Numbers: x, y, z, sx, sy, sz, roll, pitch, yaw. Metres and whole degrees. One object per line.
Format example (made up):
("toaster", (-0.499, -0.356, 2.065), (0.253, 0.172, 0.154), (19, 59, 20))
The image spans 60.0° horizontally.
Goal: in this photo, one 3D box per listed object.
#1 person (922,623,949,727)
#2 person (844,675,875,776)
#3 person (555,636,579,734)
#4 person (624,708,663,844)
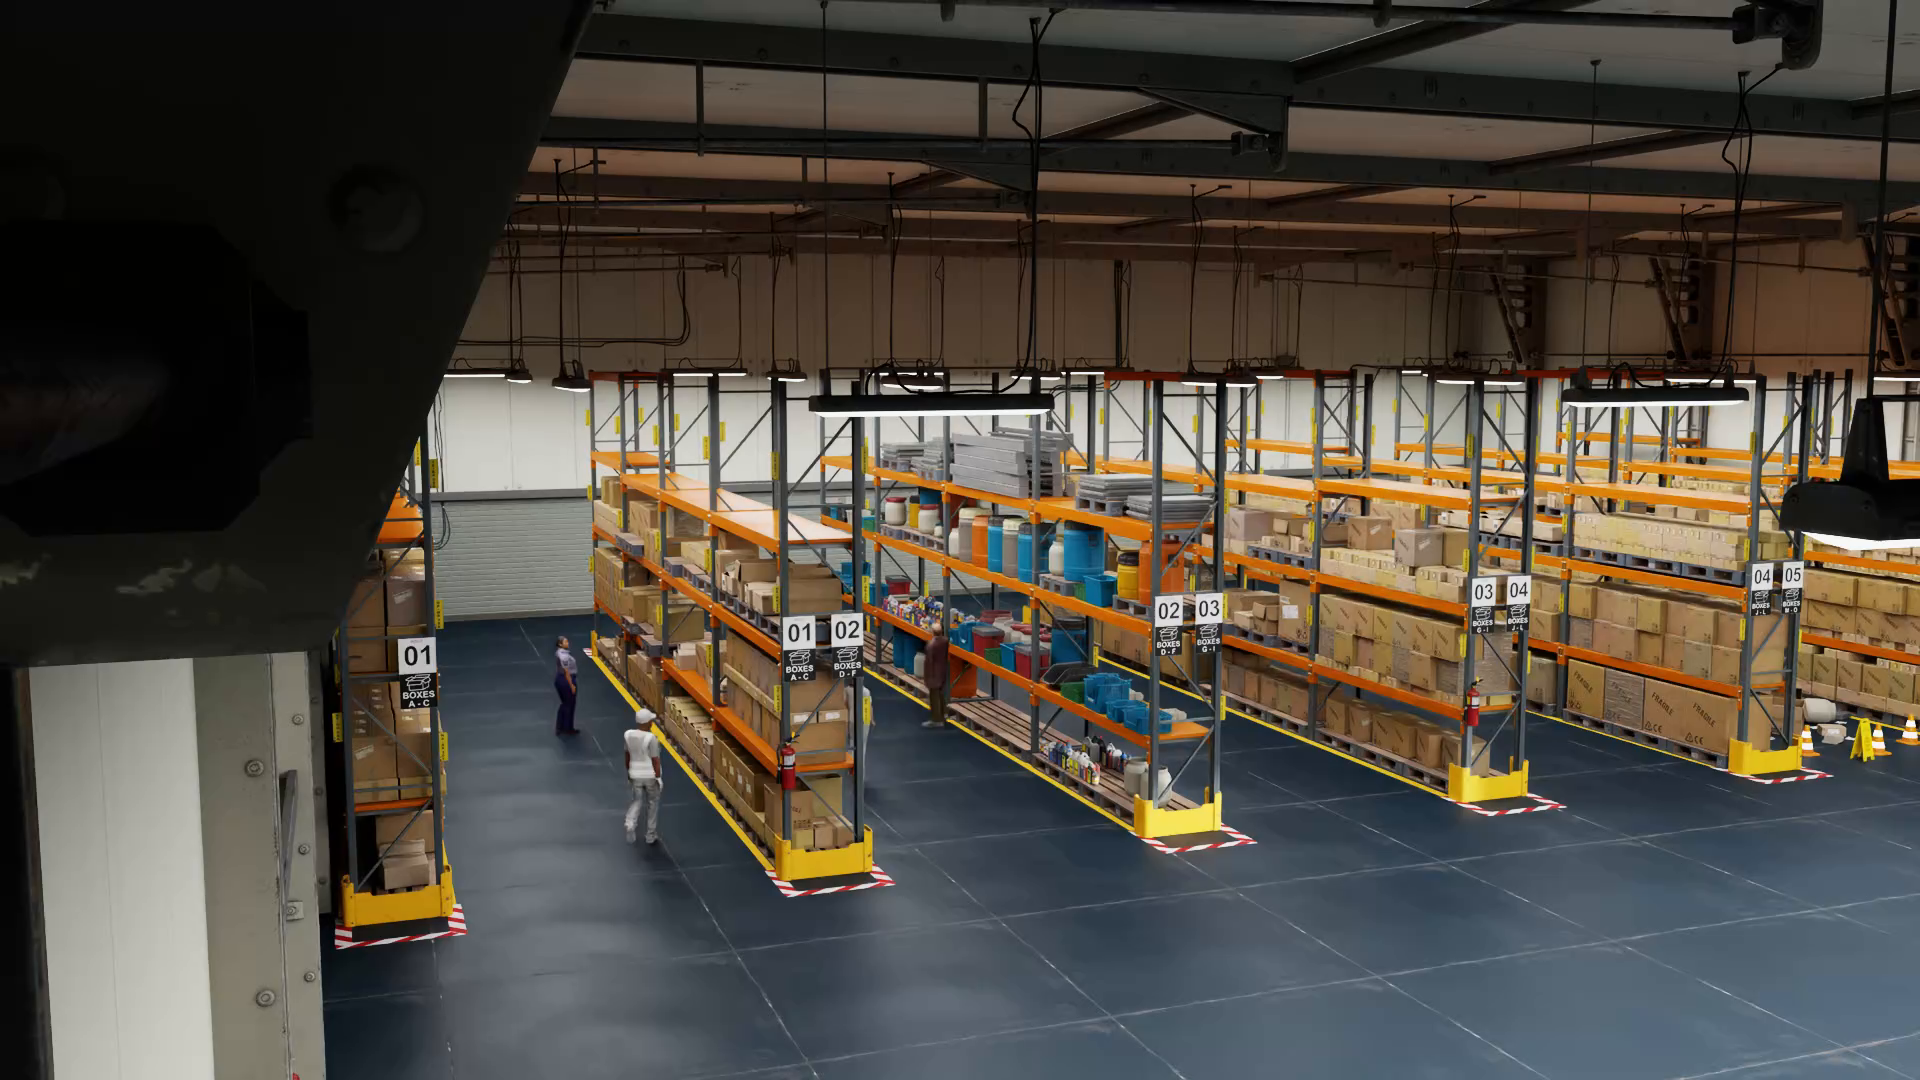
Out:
("person", (-0.403, 2.271, 28.265), (0.455, 1.786, 0.710), (4, 7, 29))
("person", (-1.507, 2.736, 24.831), (0.461, 1.658, 0.461), (2, 7, 16))
("person", (-6.582, 2.431, 27.826), (0.357, 1.667, 0.528), (-5, 8, -38))
("person", (-4.090, 3.051, 21.411), (0.552, 1.777, 0.669), (1, 7, 13))
